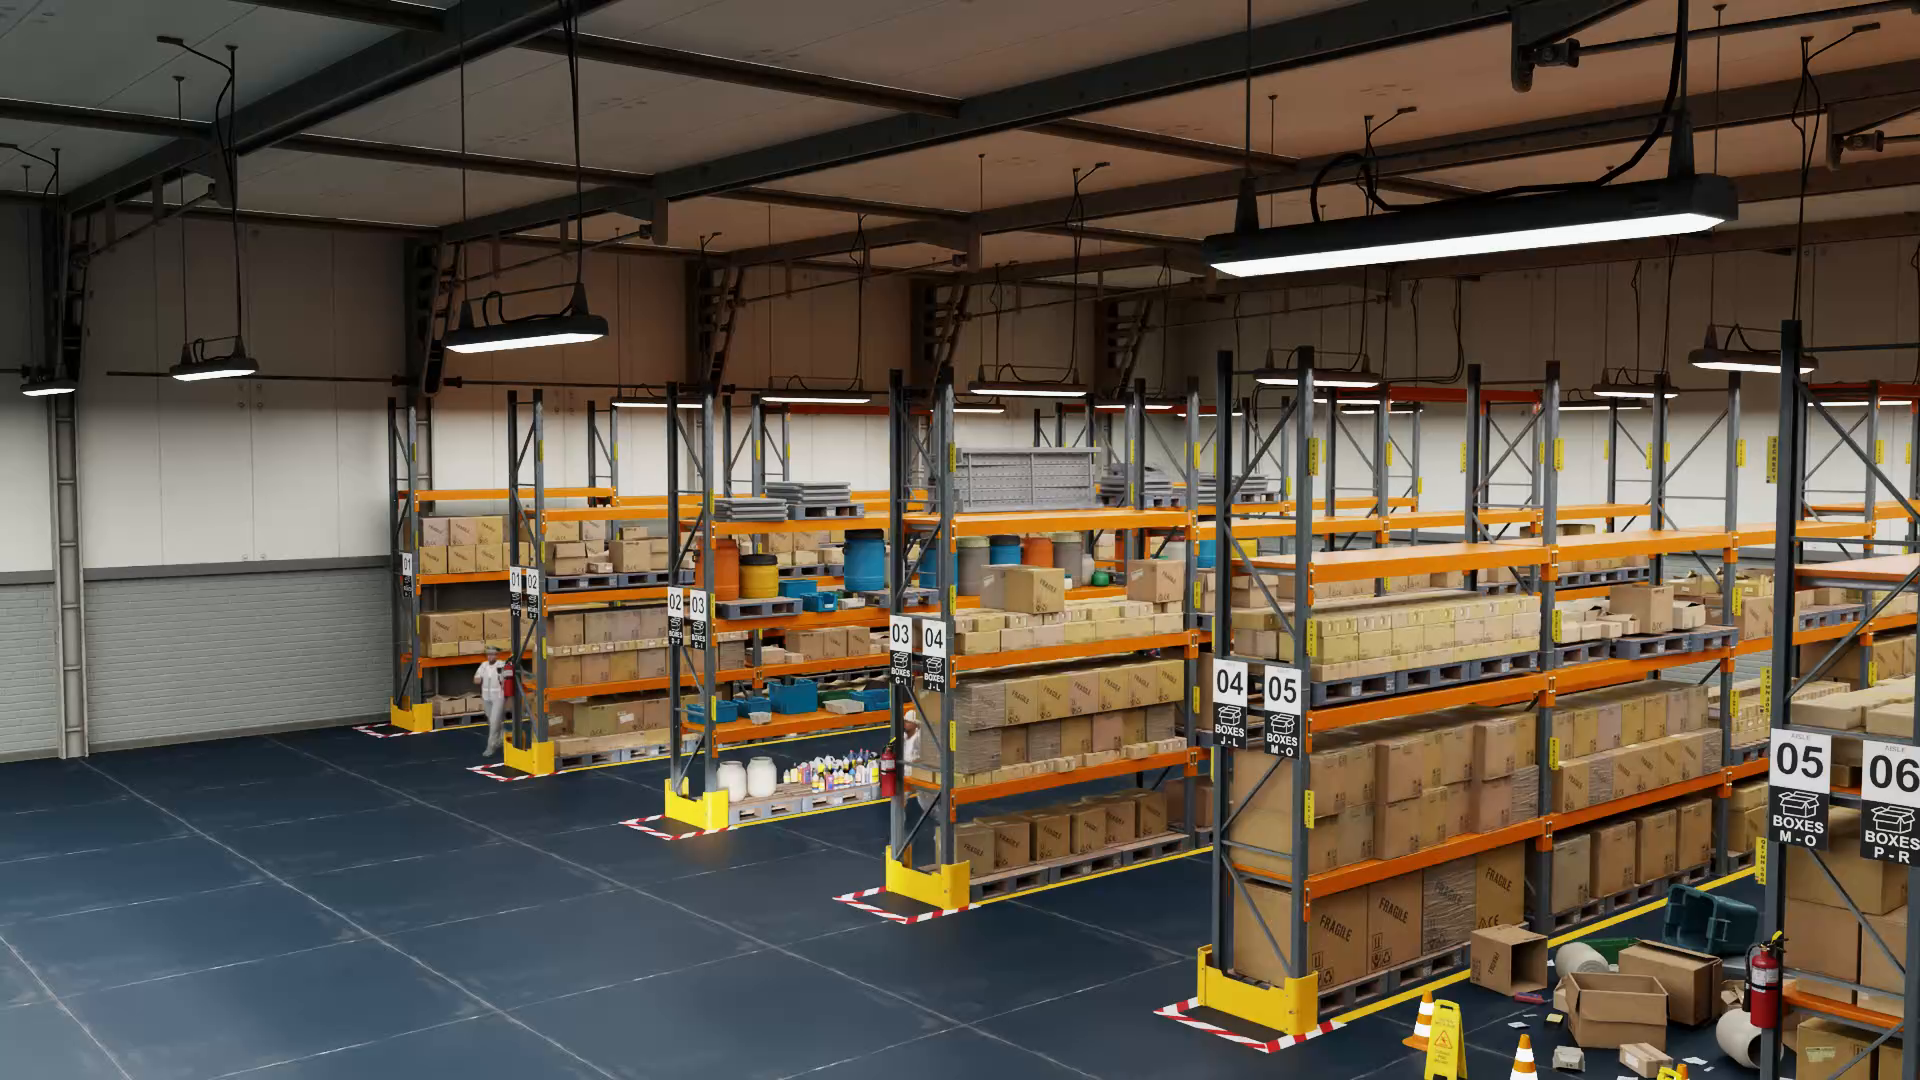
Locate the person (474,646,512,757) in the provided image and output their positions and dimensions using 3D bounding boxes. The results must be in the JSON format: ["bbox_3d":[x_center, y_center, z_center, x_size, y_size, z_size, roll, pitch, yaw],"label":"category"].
[{"bbox_3d":[-7.755,2.637,27.732,0.650,1.795,0.959,1,3,13],"label":"person"}]

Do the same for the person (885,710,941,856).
[{"bbox_3d":[-0.506,3.065,21.027,0.975,1.843,0.631,-3,4,-38],"label":"person"}]
